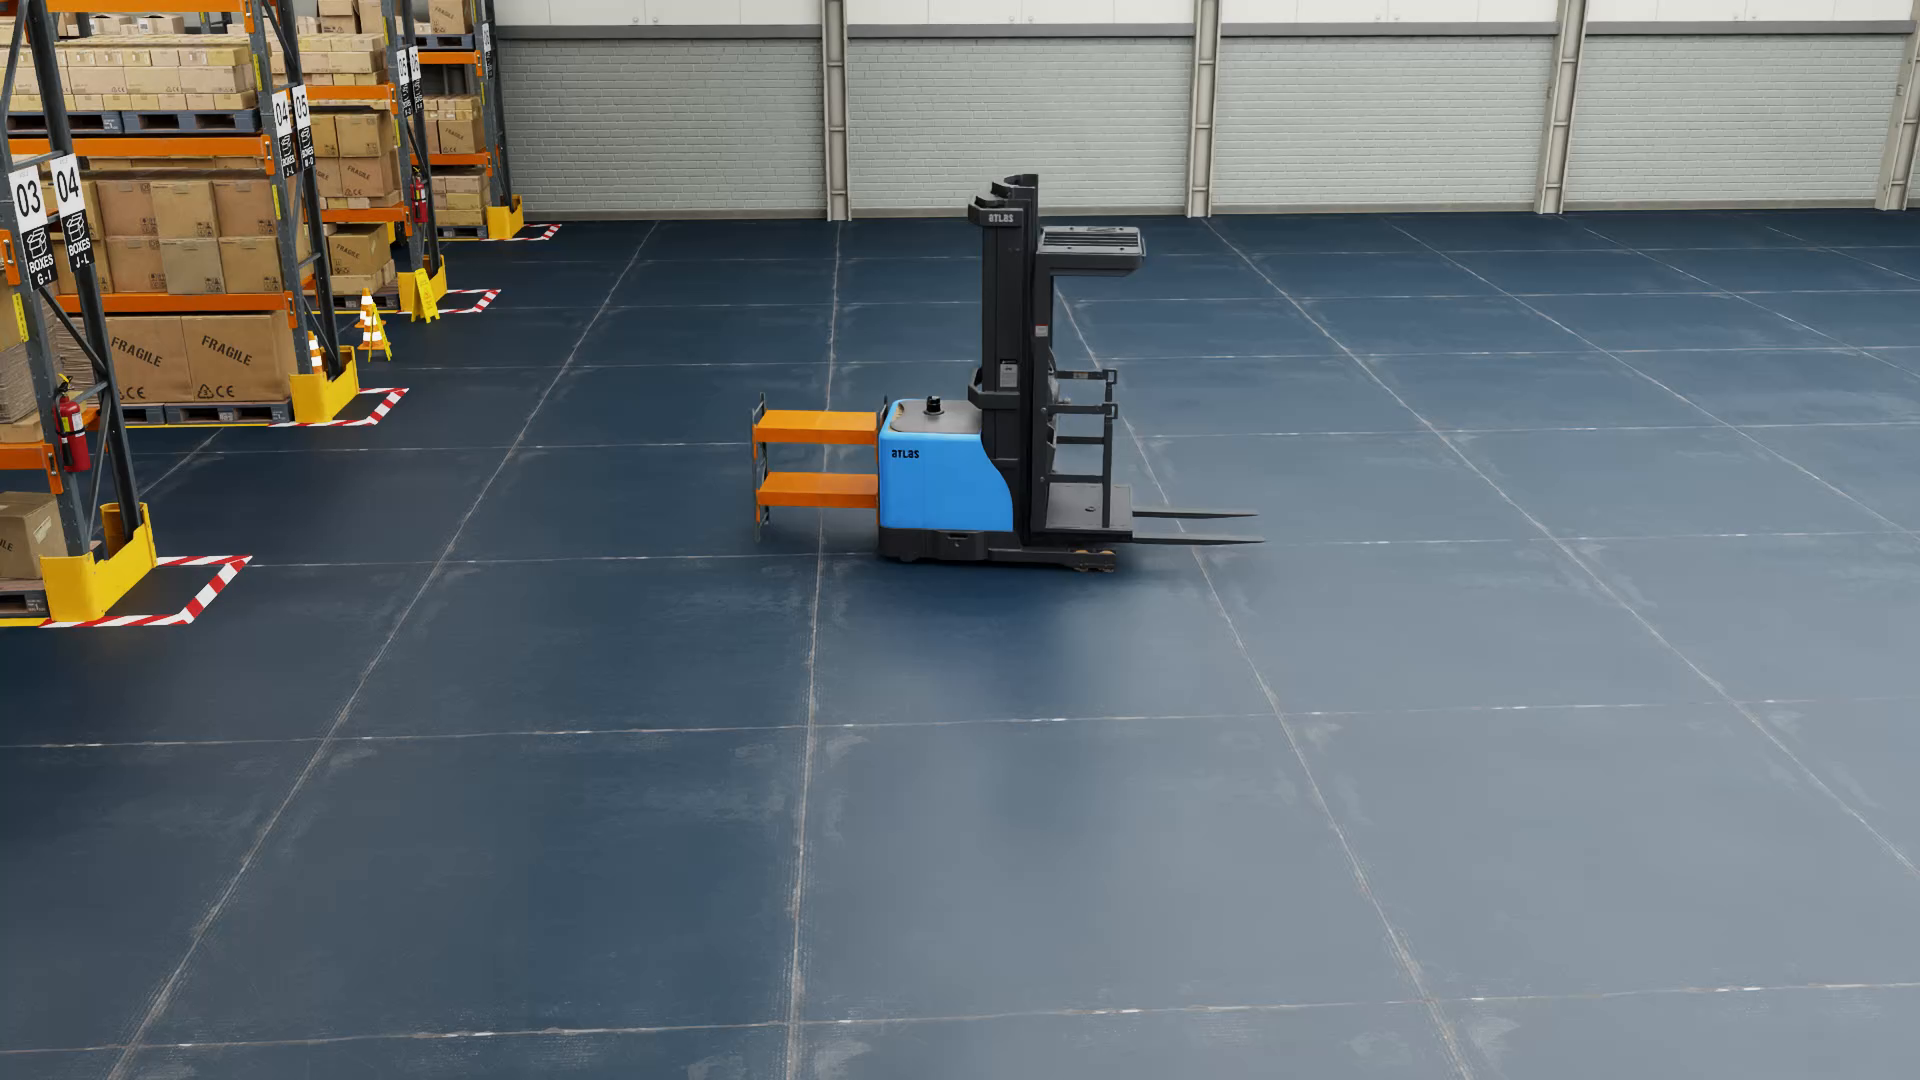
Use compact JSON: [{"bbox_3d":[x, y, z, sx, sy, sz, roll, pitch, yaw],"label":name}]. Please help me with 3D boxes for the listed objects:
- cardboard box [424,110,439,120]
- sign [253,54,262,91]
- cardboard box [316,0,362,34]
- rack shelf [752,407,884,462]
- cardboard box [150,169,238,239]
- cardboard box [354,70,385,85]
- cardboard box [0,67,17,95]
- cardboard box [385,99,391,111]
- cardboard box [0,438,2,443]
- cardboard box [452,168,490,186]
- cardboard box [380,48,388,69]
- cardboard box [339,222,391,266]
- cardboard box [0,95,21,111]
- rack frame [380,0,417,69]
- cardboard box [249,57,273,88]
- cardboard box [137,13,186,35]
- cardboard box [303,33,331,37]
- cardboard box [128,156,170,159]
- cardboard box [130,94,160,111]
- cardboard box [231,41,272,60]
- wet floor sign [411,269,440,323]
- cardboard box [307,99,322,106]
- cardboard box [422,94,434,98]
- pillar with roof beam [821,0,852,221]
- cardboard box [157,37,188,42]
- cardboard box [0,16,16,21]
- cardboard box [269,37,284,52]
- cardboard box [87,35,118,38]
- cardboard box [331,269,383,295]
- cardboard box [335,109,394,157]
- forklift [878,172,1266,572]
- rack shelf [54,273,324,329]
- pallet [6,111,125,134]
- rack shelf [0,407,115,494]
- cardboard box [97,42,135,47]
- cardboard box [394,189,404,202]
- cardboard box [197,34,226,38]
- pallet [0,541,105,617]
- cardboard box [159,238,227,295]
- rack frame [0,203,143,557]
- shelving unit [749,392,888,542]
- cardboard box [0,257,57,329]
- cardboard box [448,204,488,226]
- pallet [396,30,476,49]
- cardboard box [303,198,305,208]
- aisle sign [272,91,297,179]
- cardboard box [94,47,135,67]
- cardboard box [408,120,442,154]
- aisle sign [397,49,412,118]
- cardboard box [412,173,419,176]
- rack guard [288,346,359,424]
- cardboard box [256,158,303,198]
[{"bbox_3d":[-8.091,-6.545,25.543,0.250,0.149,0.380,-1,21,-2],"label":"cardboard box"},{"bbox_3d":[-6.557,-4.367,15.526,0.005,0.325,0.100,-1,21,-3],"label":"sign"},{"bbox_3d":[-9.287,-7.914,25.101,0.637,0.503,0.797,0,21,-1],"label":"cardboard box"},{"bbox_3d":[-1.131,-0.857,13.469,1.000,0.278,0.538,2,21,4],"label":"rack shelf"},{"bbox_3d":[-7.490,-3.318,16.392,0.550,0.550,0.875,-1,21,-3],"label":"cardboard box"},{"bbox_3d":[-7.298,-5.715,20.554,0.250,0.149,0.380,-1,21,-3],"label":"cardboard box"},{"bbox_3d":[-9.056,-4.345,15.664,0.500,0.250,0.500,-1,21,-4],"label":"cardboard box"},{"bbox_3d":[-8.601,-6.653,25.409,0.250,0.149,0.380,-1,21,-2],"label":"cardboard box"},{"bbox_3d":[-6.914,-0.816,11.901,0.250,0.149,0.380,-1,21,-3],"label":"cardboard box"},{"bbox_3d":[-7.735,-5.736,26.342,0.500,0.250,0.500,-1,21,-4],"label":"cardboard box"},{"bbox_3d":[-7.475,-6.093,20.985,0.500,0.250,0.500,-2,21,-4],"label":"cardboard box"},{"bbox_3d":[-7.802,-3.880,21.817,0.500,0.500,0.500,-2,21,-5],"label":"cardboard box"},{"bbox_3d":[-8.913,-4.140,15.687,0.250,0.149,0.380,-1,21,-3],"label":"cardboard box"},{"bbox_3d":[-6.957,-7.341,20.255,0.127,3.000,1.000,-1,21,-3],"label":"rack frame"},{"bbox_3d":[-7.070,-4.576,16.271,0.500,0.250,0.500,-1,21,-3],"label":"cardboard box"},{"bbox_3d":[-11.947,-7.721,24.864,0.500,0.311,0.500,-2,21,-5],"label":"cardboard box"},{"bbox_3d":[-8.082,-6.287,20.935,0.250,0.149,0.380,-1,21,-3],"label":"cardboard box"},{"bbox_3d":[-9.988,-5.044,20.689,0.500,0.500,0.700,-1,21,-3],"label":"cardboard box"},{"bbox_3d":[-7.647,-4.166,15.754,0.250,0.149,0.380,-1,21,-3],"label":"cardboard box"},{"bbox_3d":[-6.925,-4.787,16.265,0.250,0.149,0.380,-1,21,-2],"label":"cardboard box"},{"bbox_3d":[-6.707,-3.061,20.754,0.232,0.644,0.267,6,22,16],"label":"wet floor sign"},{"bbox_3d":[-9.872,-6.639,25.372,0.250,0.149,0.380,-1,21,-4],"label":"cardboard box"},{"bbox_3d":[-8.366,-6.855,25.940,0.250,0.149,0.380,-1,21,-3],"label":"cardboard box"},{"bbox_3d":[-1.755,-8.003,21.994,0.400,9.000,9.100,-1,21,-3],"label":"pillar with roof beam"},{"bbox_3d":[-9.587,-6.040,20.287,0.250,0.149,0.380,-2,21,-5],"label":"cardboard box"},{"bbox_3d":[-13.996,-7.803,24.815,0.500,0.500,0.700,-2,21,-4],"label":"cardboard box"},{"bbox_3d":[-8.292,-6.090,20.418,0.250,0.149,0.380,-1,21,-3],"label":"cardboard box"},{"bbox_3d":[-10.647,-6.197,20.699,0.250,0.149,0.380,-1,21,-2],"label":"cardboard box"},{"bbox_3d":[-7.773,-3.336,21.442,0.500,0.250,0.500,-1,21,-3],"label":"cardboard box"},{"bbox_3d":[-7.455,-5.102,20.843,0.500,0.500,0.700,-2,21,-4],"label":"cardboard box"},{"bbox_3d":[0.903,-1.316,12.958,3.031,2.935,1.130,2,21,4],"label":"forklift"},{"bbox_3d":[-8.571,-2.404,16.731,4.000,0.370,1.077,-1,21,-3],"label":"rack shelf"},{"bbox_3d":[-8.535,-4.097,16.074,1.213,0.211,1.003,-1,21,-3],"label":"pallet"},{"bbox_3d":[-8.388,-0.640,12.098,4.000,0.370,1.077,-1,21,-3],"label":"rack shelf"},{"bbox_3d":[-8.194,-4.762,16.199,0.250,0.149,0.380,-1,21,-4],"label":"cardboard box"},{"bbox_3d":[-7.308,-4.487,21.543,0.250,0.149,0.380,-1,21,-3],"label":"cardboard box"},{"bbox_3d":[-9.355,-6.247,20.831,0.250,0.149,0.380,-1,21,-2],"label":"cardboard box"},{"bbox_3d":[-7.281,0.292,12.558,1.213,0.211,1.003,-1,21,-3],"label":"pallet"},{"bbox_3d":[-7.490,-2.809,16.571,0.550,0.550,0.875,-1,21,-3],"label":"cardboard box"},{"bbox_3d":[-6.392,-1.017,12.076,0.127,3.000,1.000,-1,21,-3],"label":"rack frame"},{"bbox_3d":[-1.131,-0.584,13.573,1.048,1.125,0.538,2,21,4],"label":"shelving unit"},{"bbox_3d":[-6.956,-1.756,12.053,0.500,0.500,0.500,-1,21,-3],"label":"cardboard box"},{"bbox_3d":[-7.695,-5.090,26.049,0.500,0.250,0.500,-1,21,-3],"label":"cardboard box"},{"bbox_3d":[-7.952,-7.656,25.422,1.213,0.211,1.003,-1,21,-3],"label":"pallet"},{"bbox_3d":[-8.341,-4.323,21.113,0.250,0.149,0.380,-1,21,-2],"label":"cardboard box"},{"bbox_3d":[-6.486,-3.891,15.971,0.004,0.787,0.394,-1,21,-3],"label":"aisle sign"},{"bbox_3d":[-7.904,-4.533,15.599,0.250,0.149,0.380,-1,21,-3],"label":"cardboard box"},{"bbox_3d":[-8.239,-6.237,25.646,0.500,0.500,0.500,-1,21,-1],"label":"cardboard box"},{"bbox_3d":[-6.879,-5.650,20.593,0.004,0.787,0.394,-1,21,-3],"label":"aisle sign"},{"bbox_3d":[-8.699,-5.533,25.806,0.500,0.250,0.500,-1,21,-2],"label":"cardboard box"},{"bbox_3d":[-6.550,-1.613,17.156,0.348,0.500,1.175,-1,21,-3],"label":"rack guard"},{"bbox_3d":[-8.483,-4.597,20.920,0.500,0.500,0.500,-1,21,-3],"label":"cardboard box"}]
